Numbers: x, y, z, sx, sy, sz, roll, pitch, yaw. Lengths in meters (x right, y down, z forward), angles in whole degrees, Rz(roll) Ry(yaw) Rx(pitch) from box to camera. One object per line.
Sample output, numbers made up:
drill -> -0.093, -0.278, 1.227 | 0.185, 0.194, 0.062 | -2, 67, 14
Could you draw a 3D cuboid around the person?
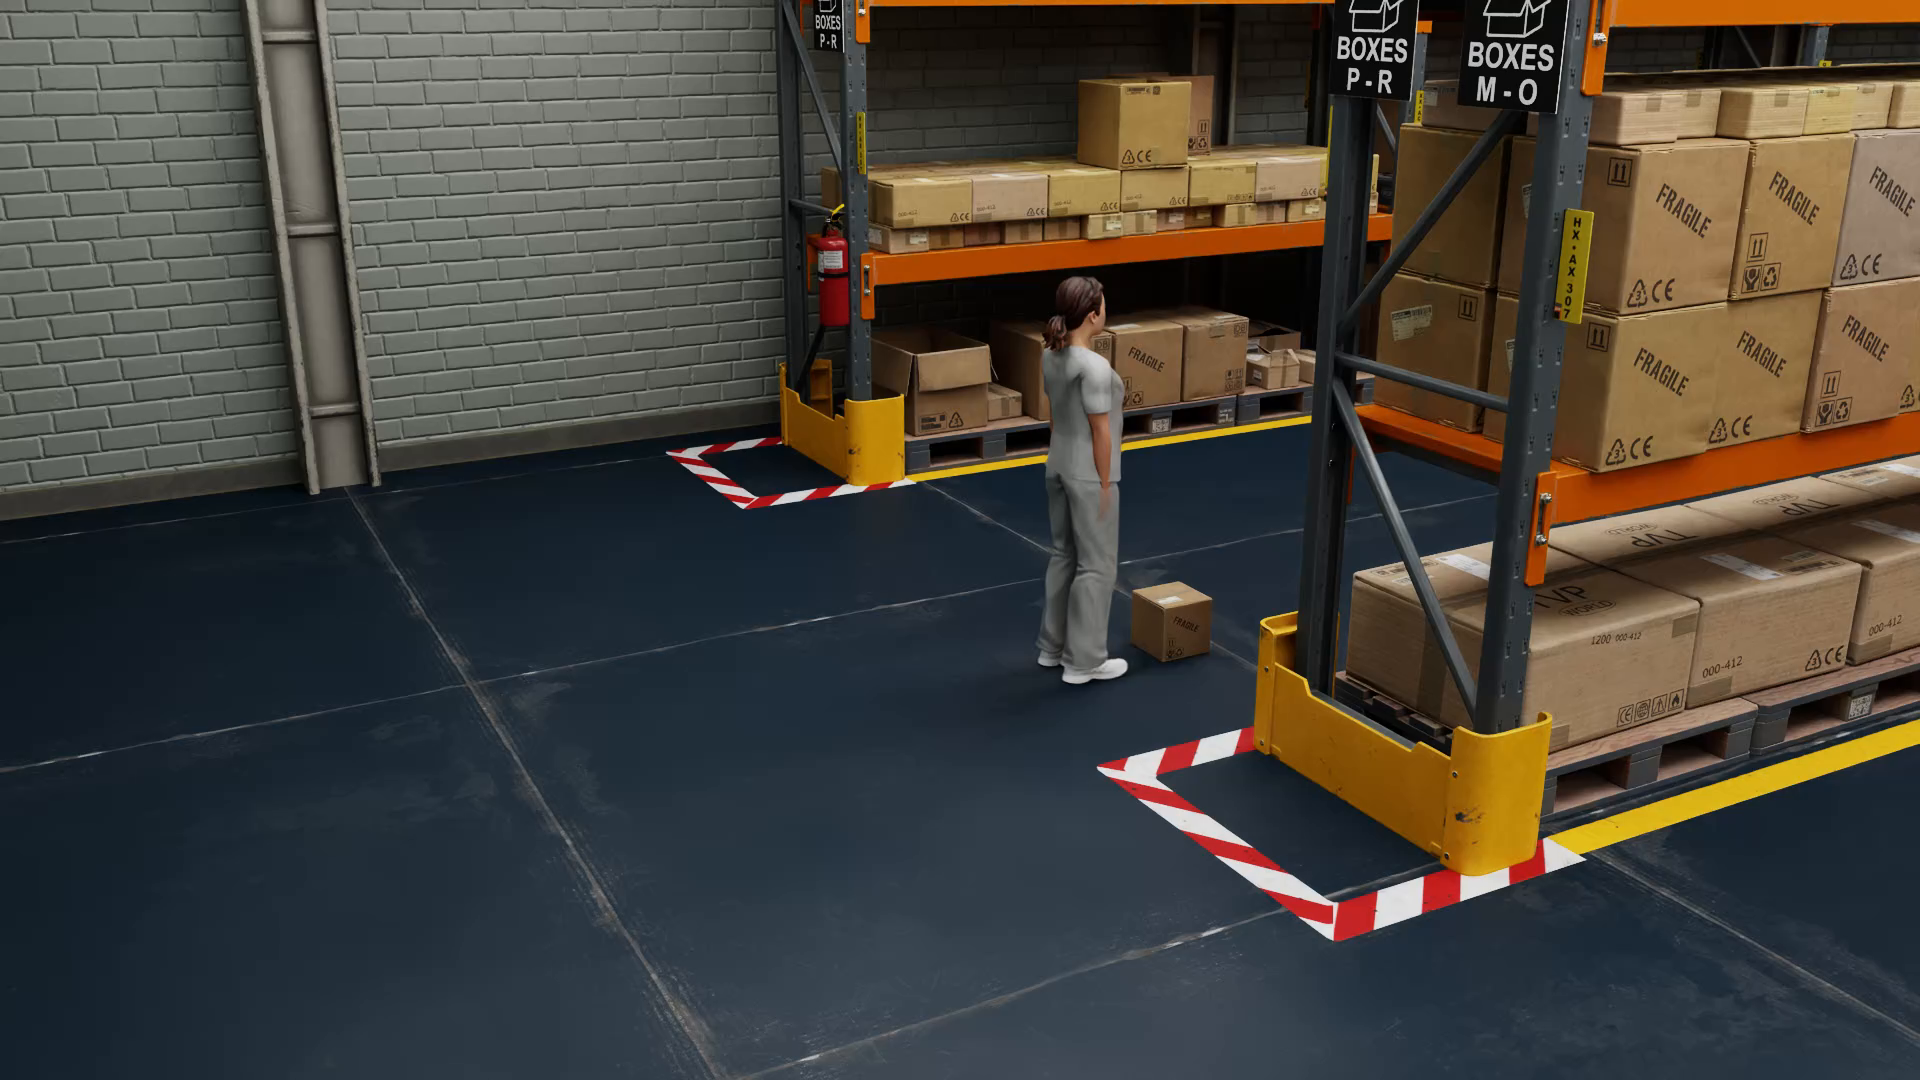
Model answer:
person -> 0.486, -0.245, 6.805 | 0.362, 1.670, 0.437 | -9, 21, -25
